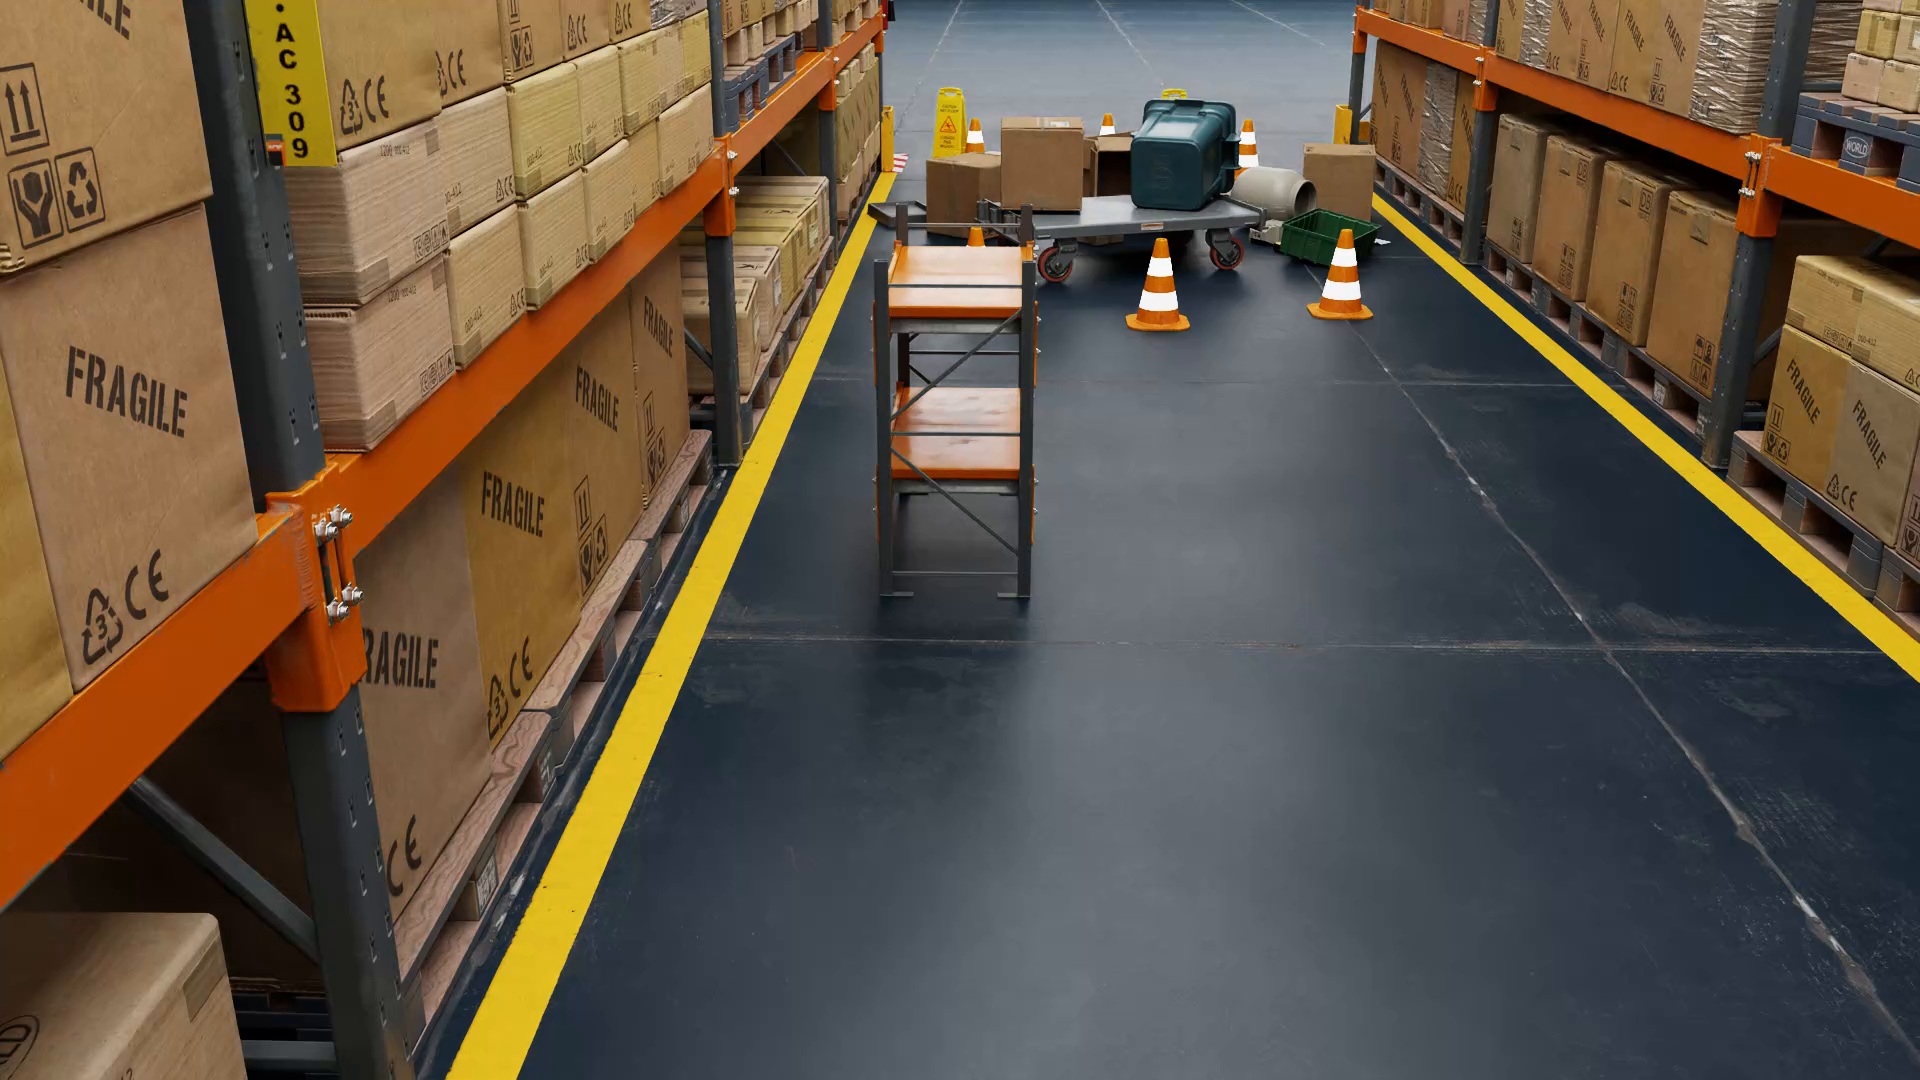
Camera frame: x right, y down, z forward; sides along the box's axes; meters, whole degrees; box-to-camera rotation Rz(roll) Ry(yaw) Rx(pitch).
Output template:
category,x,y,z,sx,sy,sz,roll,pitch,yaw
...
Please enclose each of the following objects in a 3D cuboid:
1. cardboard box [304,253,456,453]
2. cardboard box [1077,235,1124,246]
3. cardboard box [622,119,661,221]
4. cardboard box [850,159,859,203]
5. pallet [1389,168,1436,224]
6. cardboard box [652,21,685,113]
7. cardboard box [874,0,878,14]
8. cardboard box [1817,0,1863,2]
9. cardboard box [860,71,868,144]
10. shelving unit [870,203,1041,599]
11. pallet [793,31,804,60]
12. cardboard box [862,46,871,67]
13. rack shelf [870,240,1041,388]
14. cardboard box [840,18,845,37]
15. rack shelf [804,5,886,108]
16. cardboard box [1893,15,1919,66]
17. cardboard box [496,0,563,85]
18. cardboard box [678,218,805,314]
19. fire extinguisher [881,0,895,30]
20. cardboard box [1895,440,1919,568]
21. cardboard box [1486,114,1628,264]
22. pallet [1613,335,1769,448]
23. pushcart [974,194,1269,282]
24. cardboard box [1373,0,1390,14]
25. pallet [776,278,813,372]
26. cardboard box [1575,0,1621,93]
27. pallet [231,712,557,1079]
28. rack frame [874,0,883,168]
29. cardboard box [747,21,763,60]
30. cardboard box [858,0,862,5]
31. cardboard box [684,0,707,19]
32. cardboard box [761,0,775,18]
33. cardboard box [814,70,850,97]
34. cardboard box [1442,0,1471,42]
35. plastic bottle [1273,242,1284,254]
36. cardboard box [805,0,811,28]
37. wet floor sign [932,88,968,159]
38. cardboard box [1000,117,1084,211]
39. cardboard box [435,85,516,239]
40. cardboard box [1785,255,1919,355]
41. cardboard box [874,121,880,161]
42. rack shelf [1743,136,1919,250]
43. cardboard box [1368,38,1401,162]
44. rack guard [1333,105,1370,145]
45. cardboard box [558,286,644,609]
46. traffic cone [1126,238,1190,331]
category,x,y,z,sx,sy,sz,roll,pitch,yaw
cardboard box,-1.242,-0.353,2.999,0.500,0.250,0.500,0,21,0
cardboard box,0.894,-2.155,11.216,0.258,0.266,0.396,-16,26,-35
cardboard box,-1.185,-1.090,4.899,0.500,0.250,0.500,0,21,1
cardboard box,-0.983,-2.476,11.485,0.500,0.250,0.500,2,21,5
pallet,3.811,-2.557,12.328,1.003,0.211,1.213,1,21,2
cardboard box,-1.170,-1.512,5.297,0.500,0.250,0.500,0,21,0
cardboard box,-0.848,-4.258,13.203,0.380,0.149,0.250,0,21,1
cardboard box,3.577,-2.370,6.469,0.700,0.500,0.500,1,21,1
cardboard box,-0.953,-3.205,12.326,0.500,0.500,0.500,0,21,0
shelving unit,0.000,-0.522,5.819,0.538,1.125,1.048,1,21,2
pallet,-1.444,-2.795,9.350,1.003,0.211,1.213,1,21,2
cardboard box,-0.873,-3.654,12.587,0.380,0.149,0.250,1,21,3
rack shelf,0.000,-0.795,5.713,0.538,0.278,1.000,1,21,2
cardboard box,-0.970,-3.430,11.068,0.380,0.149,0.250,1,21,3
rack shelf,-1.215,-3.547,12.017,1.077,0.370,4.000,1,21,2
cardboard box,3.332,-1.641,5.468,0.380,0.149,0.250,2,21,4
cardboard box,-1.213,-1.301,3.714,0.500,0.500,0.500,0,21,0
cardboard box,-1.327,-1.429,8.616,0.950,0.372,0.625,1,21,3
fire extinguisher,-0.690,-4.605,13.859,0.296,0.674,0.183,1,21,2
cardboard box,3.254,-0.105,5.027,0.500,0.500,0.500,0,21,0
cardboard box,3.746,-2.063,9.727,1.050,0.750,0.750,1,21,1
pallet,3.653,-0.679,7.487,1.003,0.211,1.213,1,21,2
pushcart,1.005,-1.929,10.480,1.648,0.377,0.936,-7,22,-17
cardboard box,3.831,-4.523,13.331,0.875,0.550,0.550,1,21,2
pallet,-1.332,-1.135,8.663,1.003,0.211,1.213,1,21,2
cardboard box,3.342,-2.454,8.068,0.500,0.500,0.500,1,21,2
pallet,-1.571,0.754,3.794,1.003,0.211,1.213,1,21,2
rack frame,-1.154,-4.605,13.751,1.000,3.000,0.127,1,21,2
cardboard box,-1.076,-2.206,7.335,0.380,0.149,0.250,1,21,2
cardboard box,-0.968,-4.046,11.761,0.500,0.500,0.500,1,21,2
cardboard box,-1.152,-2.036,5.608,0.500,0.500,0.500,0,21,0
cardboard box,-1.134,-2.634,7.542,0.500,0.500,0.500,1,21,3
cardboard box,-0.924,-2.980,10.849,0.380,0.149,0.250,1,21,2
cardboard box,3.668,-3.544,10.808,0.875,0.550,0.550,1,21,2
plastic bottle,2.175,-1.888,10.809,0.133,0.061,0.283,-11,24,-26
cardboard box,-1.013,-2.860,9.019,0.380,0.149,0.250,0,21,1
wet floor sign,-0.079,-3.565,14.324,0.267,0.644,0.232,8,23,20
cardboard box,0.504,-2.338,10.316,0.500,0.500,0.500,1,21,2
cardboard box,-1.236,-0.774,3.394,0.500,0.250,0.500,1,21,2
cardboard box,3.290,-0.828,5.855,0.500,0.250,0.500,0,21,-1
cardboard box,-0.910,-3.215,13.389,0.500,0.250,0.500,1,21,1
rack shelf,3.493,-0.636,4.516,1.077,0.370,4.000,1,21,2
cardboard box,3.842,-3.547,13.379,0.875,0.875,0.875,1,21,2
rack guard,3.797,-3.431,14.179,1.175,0.500,0.348,1,21,2
cardboard box,-1.533,-0.347,5.132,0.875,0.875,0.875,1,21,2
traffic cone,1.077,-1.397,8.989,0.336,0.463,0.334,1,21,2
